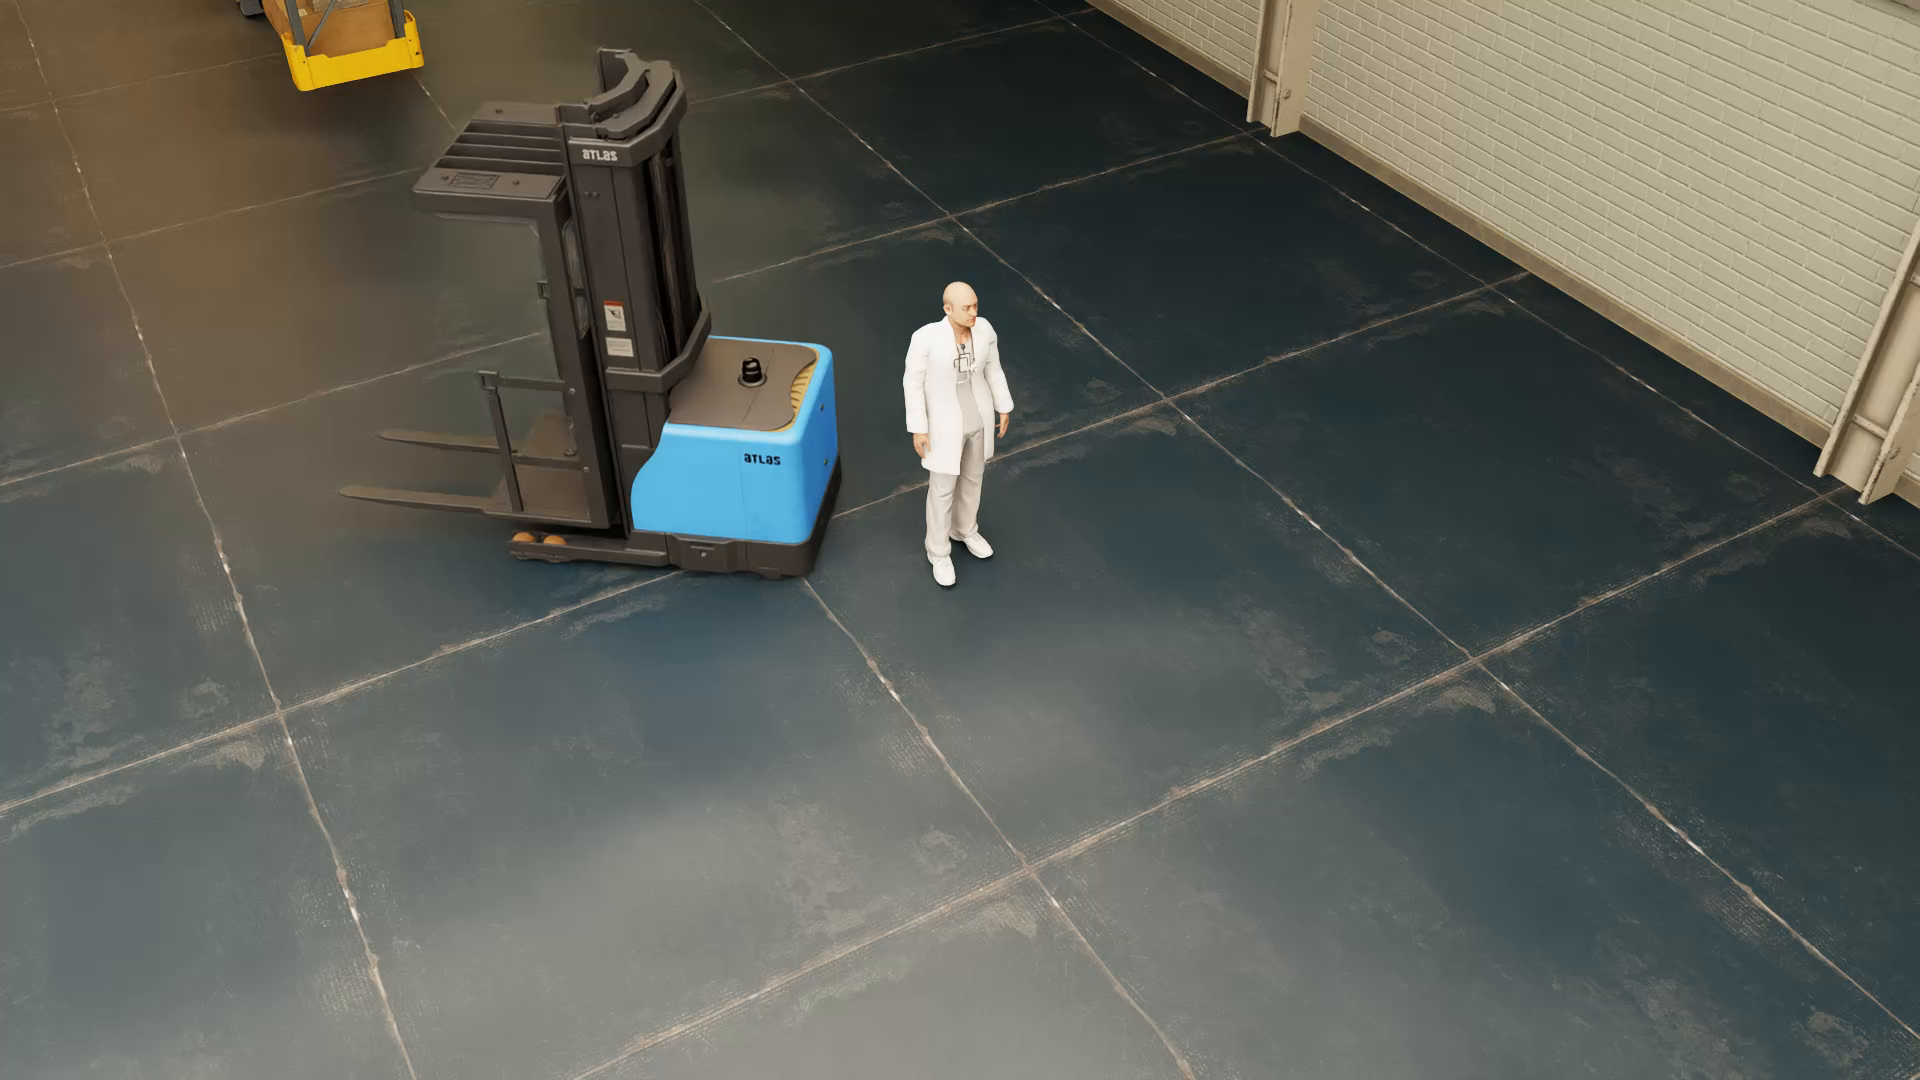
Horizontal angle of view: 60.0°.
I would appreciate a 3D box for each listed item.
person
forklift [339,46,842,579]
[{"bbox_3d":[0.042,-0.639,9.698,0.698,1.777,0.580,-20,44,-23],"label":"person"},{"bbox_3d":[-2.319,-1.318,9.626,3.031,2.935,1.130,5,40,6],"label":"forklift"}]
